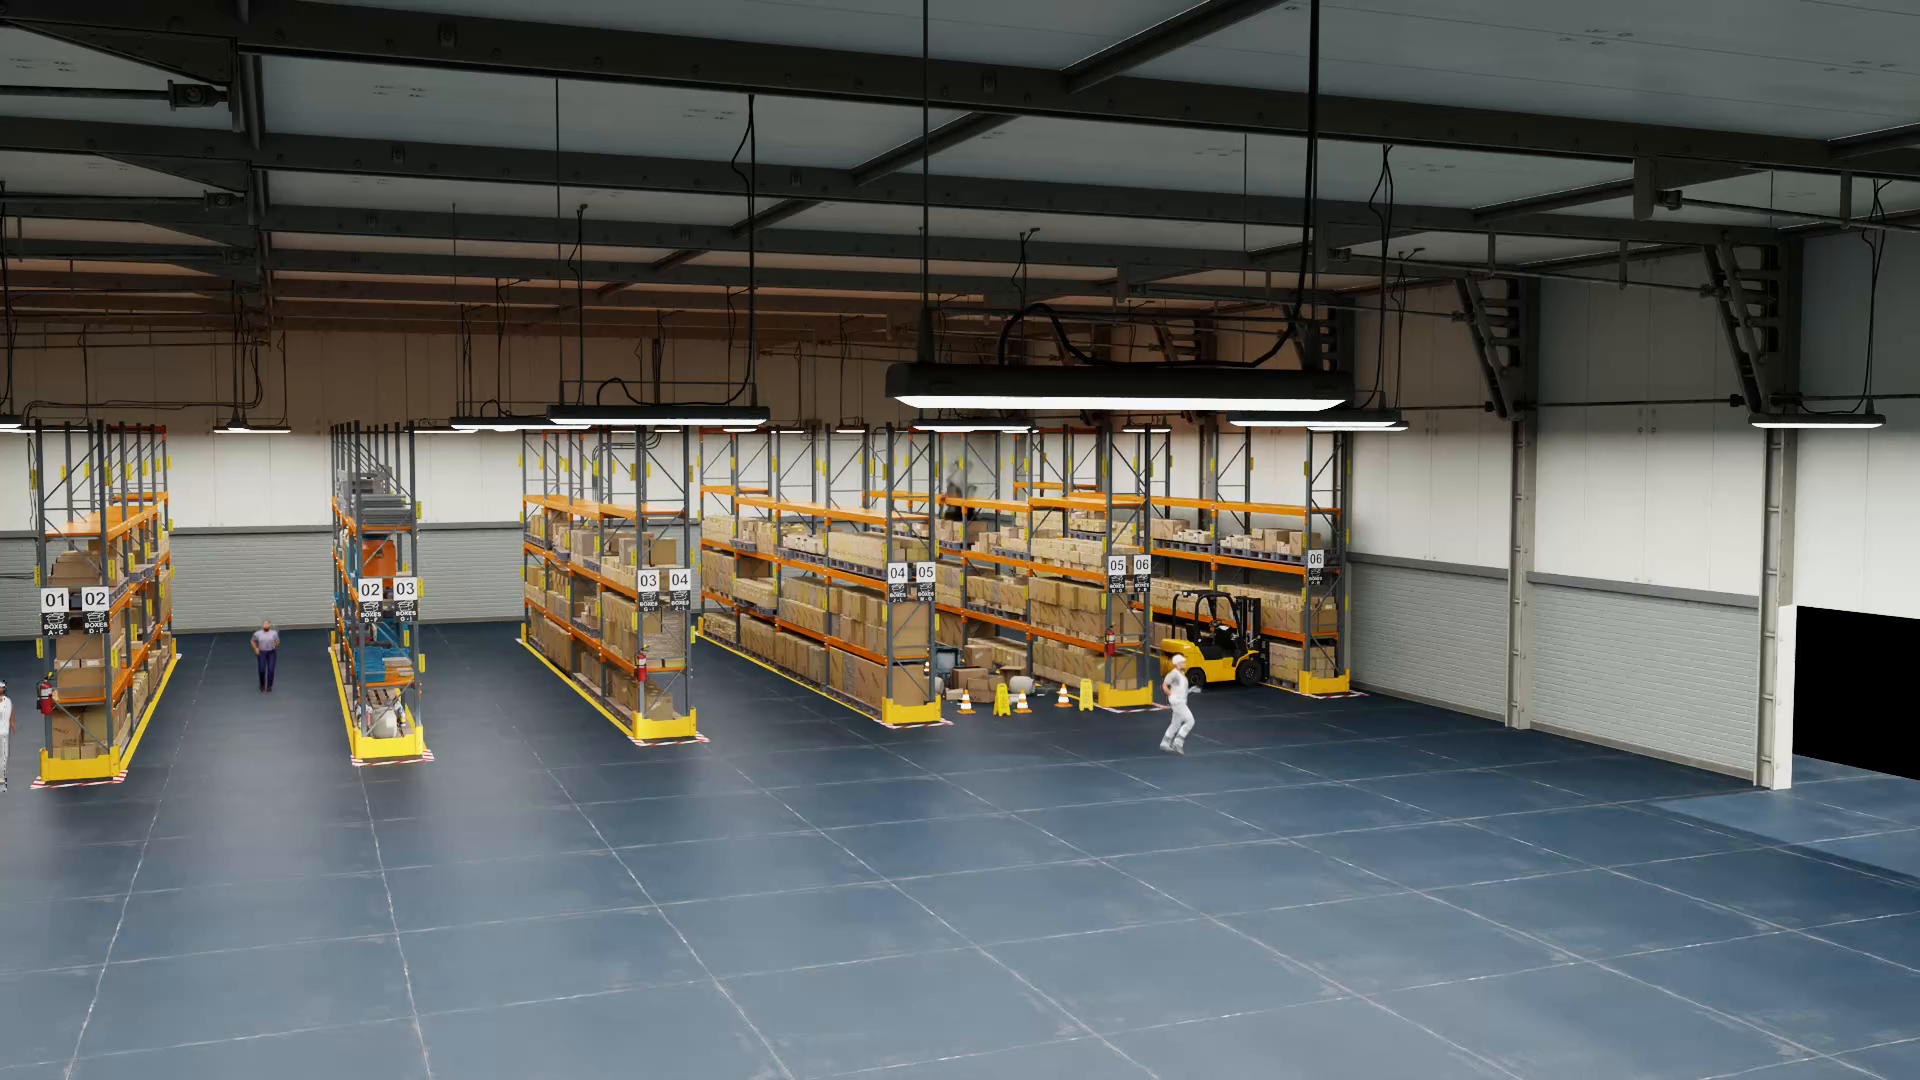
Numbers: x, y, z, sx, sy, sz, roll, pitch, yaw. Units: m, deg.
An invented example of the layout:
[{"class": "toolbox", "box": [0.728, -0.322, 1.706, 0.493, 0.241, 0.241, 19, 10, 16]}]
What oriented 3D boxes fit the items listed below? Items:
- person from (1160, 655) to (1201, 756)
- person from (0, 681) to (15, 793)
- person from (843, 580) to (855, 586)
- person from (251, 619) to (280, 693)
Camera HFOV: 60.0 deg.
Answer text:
[{"class": "person", "box": [3.959, 2.967, 29.912, 0.721, 1.803, 0.632, 1, 4, 17]}, {"class": "person", "box": [-15.622, 3.157, 26.943, 0.915, 1.766, 0.758, 2, 4, 33]}, {"class": "person", "box": [-3.438, 1.662, 51.169, 0.672, 1.753, 0.669, -1, 4, -12]}, {"class": "person", "box": [-15.451, 2.605, 37.062, 0.587, 1.635, 0.610, -2, 4, -28]}]
